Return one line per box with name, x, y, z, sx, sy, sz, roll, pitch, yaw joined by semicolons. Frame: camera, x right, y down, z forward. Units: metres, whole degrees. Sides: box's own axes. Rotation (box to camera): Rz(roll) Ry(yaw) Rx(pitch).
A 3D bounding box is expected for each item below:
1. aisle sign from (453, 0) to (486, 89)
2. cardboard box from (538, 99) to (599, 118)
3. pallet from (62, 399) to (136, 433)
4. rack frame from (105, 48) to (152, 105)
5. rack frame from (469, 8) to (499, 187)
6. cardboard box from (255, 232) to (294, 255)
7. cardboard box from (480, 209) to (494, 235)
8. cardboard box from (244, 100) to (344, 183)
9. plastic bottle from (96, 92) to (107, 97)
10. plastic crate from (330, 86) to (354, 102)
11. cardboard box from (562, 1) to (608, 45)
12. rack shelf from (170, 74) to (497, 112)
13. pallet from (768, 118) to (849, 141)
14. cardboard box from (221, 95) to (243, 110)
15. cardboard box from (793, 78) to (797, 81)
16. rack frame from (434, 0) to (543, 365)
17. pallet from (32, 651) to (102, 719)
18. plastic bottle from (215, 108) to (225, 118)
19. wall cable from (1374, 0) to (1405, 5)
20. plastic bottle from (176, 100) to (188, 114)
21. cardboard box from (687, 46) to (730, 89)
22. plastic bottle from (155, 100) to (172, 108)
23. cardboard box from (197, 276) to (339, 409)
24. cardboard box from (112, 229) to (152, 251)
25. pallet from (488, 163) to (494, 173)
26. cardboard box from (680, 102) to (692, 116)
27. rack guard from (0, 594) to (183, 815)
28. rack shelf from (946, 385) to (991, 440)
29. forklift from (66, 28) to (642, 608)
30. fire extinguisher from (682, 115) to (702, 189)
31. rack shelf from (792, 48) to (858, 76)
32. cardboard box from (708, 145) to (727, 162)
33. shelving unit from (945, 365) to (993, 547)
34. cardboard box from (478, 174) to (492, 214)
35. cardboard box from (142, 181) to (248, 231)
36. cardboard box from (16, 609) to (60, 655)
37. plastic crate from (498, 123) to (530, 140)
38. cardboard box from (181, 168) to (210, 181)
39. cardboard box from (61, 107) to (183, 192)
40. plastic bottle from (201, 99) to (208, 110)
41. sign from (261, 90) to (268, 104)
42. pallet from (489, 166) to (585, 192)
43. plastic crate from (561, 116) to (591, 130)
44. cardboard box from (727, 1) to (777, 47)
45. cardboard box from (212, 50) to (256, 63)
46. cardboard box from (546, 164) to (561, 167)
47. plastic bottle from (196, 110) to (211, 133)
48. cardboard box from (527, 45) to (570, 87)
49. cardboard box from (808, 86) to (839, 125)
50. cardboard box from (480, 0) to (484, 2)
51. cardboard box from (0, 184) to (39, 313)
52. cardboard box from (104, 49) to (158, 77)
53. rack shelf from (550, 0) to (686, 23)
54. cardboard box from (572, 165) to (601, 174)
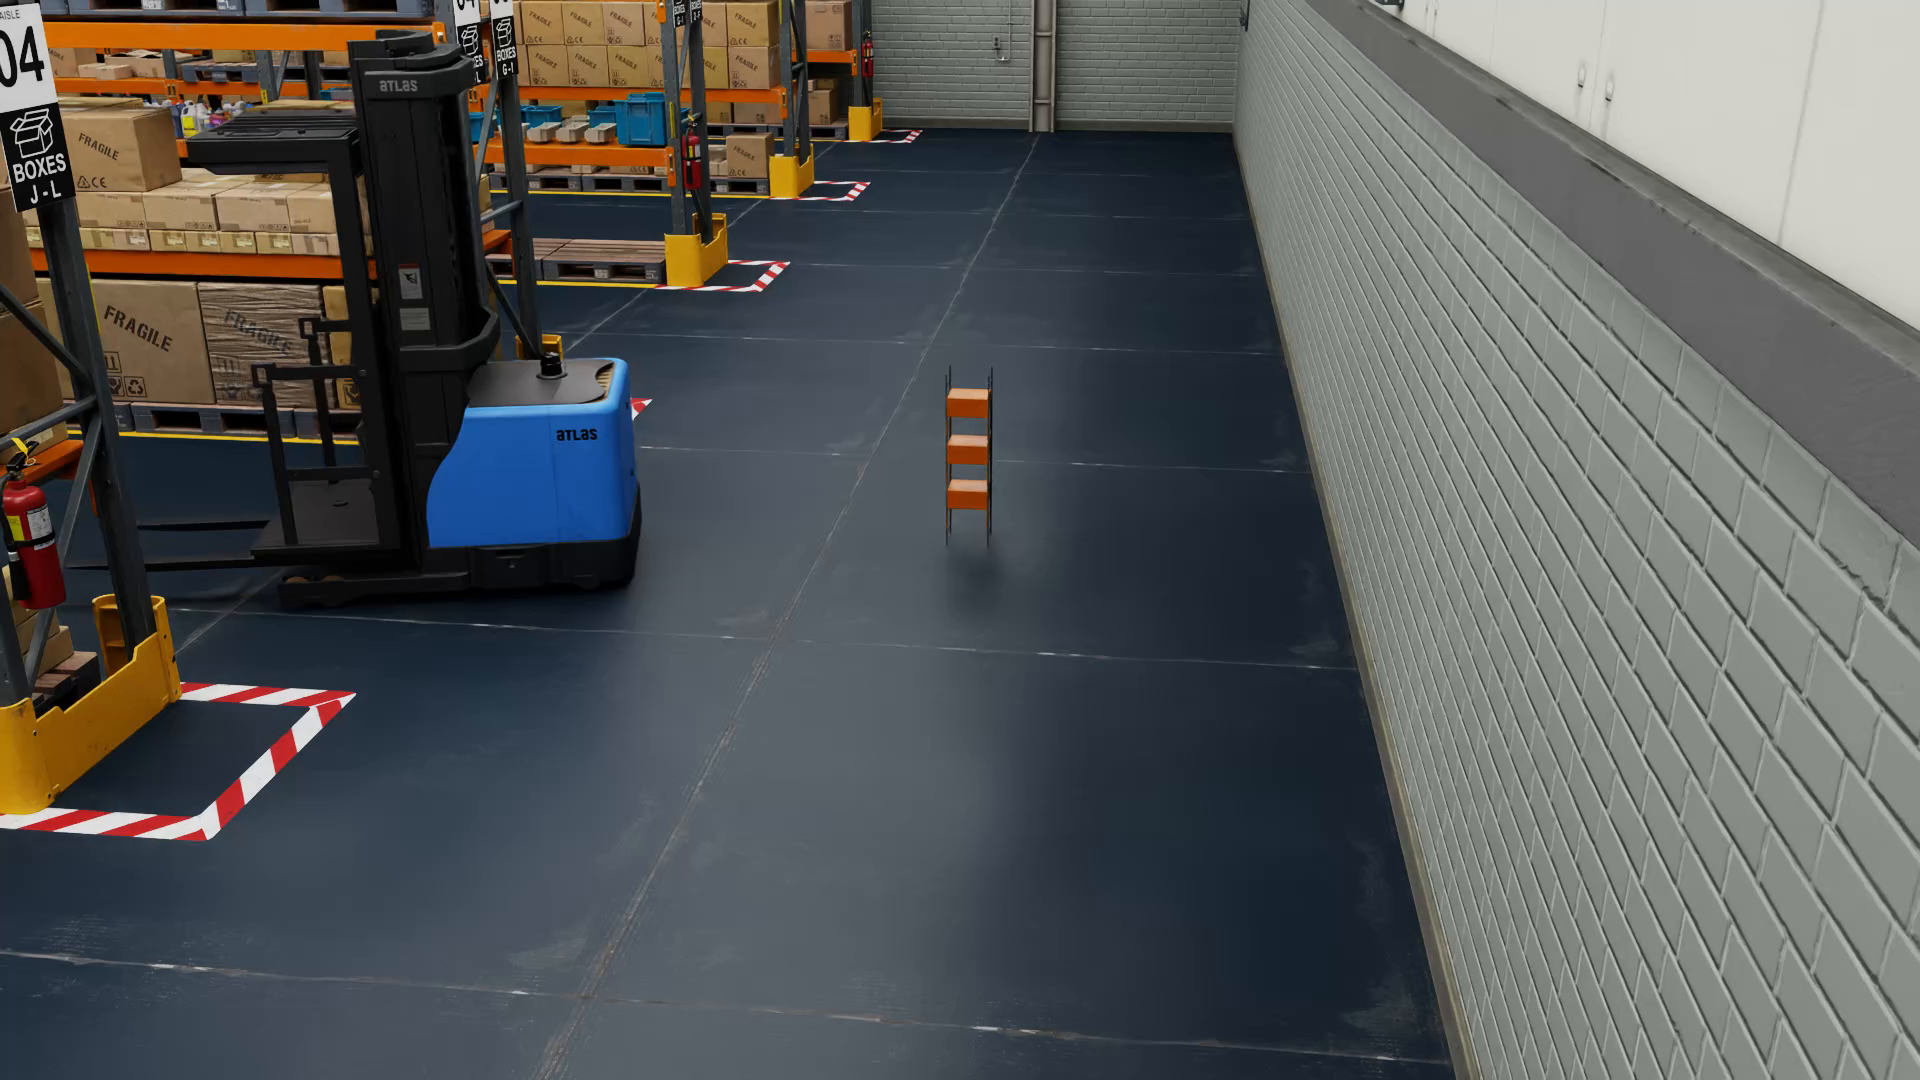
aisle sign;-3.196;-3.353;10.806;0.004;0.787;0.394;2;22;6
cardboard box;-6.116;-7.032;25.999;0.750;0.750;0.750;3;22;7
pallet;-6.458;-1.072;12.364;1.213;0.211;1.003;2;22;6
rack frame;-13.400;-8.202;26.606;0.127;3.000;1.000;2;22;6
rack frame;-6.034;-6.047;21.155;0.127;3.000;1.000;2;22;6
cardboard box;-4.639;-2.079;11.461;0.250;0.149;0.380;2;22;5
cardboard box;-3.545;-2.276;11.959;0.250;0.149;0.380;3;22;7
cardboard box;-4.688;-2.836;11.812;0.500;0.500;0.500;2;22;5
plastic bottle;-8.853;-4.455;17.197;0.185;0.351;0.144;2;22;6
plastic crate;-5.764;-4.166;16.229;0.583;0.464;0.402;2;22;6
cardboard box;-4.577;-6.391;20.529;0.500;0.500;0.500;2;22;5
rack shelf;-8.021;-5.799;21.506;4.000;0.370;1.077;2;22;6
pallet;-2.286;-6.392;25.820;1.213;0.211;1.003;2;22;6
cardboard box;-11.646;-7.177;26.816;0.500;0.500;0.700;3;22;7
cardboard box;-2.593;-6.961;25.413;0.250;0.149;0.380;3;22;8
rack frame;-3.232;-2.257;11.569;0.127;3.000;1.000;2;22;6
pallet;-4.794;0.795;7.642;1.213;0.211;1.003;2;22;6
plastic bottle;-7.608;-4.340;17.109;0.097;0.201;0.097;0;22;0
wall cable;1.978;-5.040;6.073;0.120;5.999;2.277;2;22;6
plastic bottle;-7.739;-4.197;16.542;0.185;0.351;0.144;2;22;6
cardboard box;-3.055;-5.862;20.550;0.500;0.500;0.500;3;22;7
plastic bottle;-8.186;-4.390;17.133;0.135;0.276;0.152;2;22;6
cardboard box;-4.780;-1.502;11.978;0.875;0.875;0.875;2;22;6
cardboard box;-5.662;-2.123;11.572;0.250;0.149;0.380;3;22;7
pallet;-6.847;-4.771;21.722;1.213;0.211;1.003;2;22;6
cardboard box;-4.226;-6.796;25.878;0.500;0.500;0.700;2;22;6
rack guard;-3.991;0.709;7.468;0.348;0.500;1.175;2;22;6
rack shelf;0.053;-0.740;9.641;0.240;0.259;0.215;2;22;6
forklift;-3.376;-1.199;8.986;3.031;2.935;1.130;-3;22;-6
fire extinguisher;-2.553;-3.684;15.790;0.183;0.674;0.296;2;22;6
rack shelf;-3.469;-7.435;25.644;4.000;0.370;1.077;2;22;6
cardboard box;-3.065;-4.948;21.518;0.500;0.250;0.500;2;22;6
shelving unit;0.053;-0.486;9.741;0.252;1.050;0.215;2;22;6
cardboard box;-3.677;-2.445;11.844;0.500;0.250;0.500;2;22;5
cardboard box;-5.271;-2.315;11.515;0.500;0.250;0.500;3;22;6
cardboard box;-4.406;0.425;7.686;0.250;0.149;0.380;3;22;9
plastic crate;-4.342;-3.967;16.171;0.250;0.136;0.298;2;22;6
cardboard box;-5.714;-2.532;12.064;0.500;0.250;0.500;3;22;7
cardboard box;-5.753;-2.689;11.440;0.500;0.500;0.500;2;22;5
plastic bottle;-7.817;-4.394;17.134;0.133;0.283;0.061;2;22;6
sign;-6.688;-4.167;16.022;0.005;0.325;0.100;2;22;6
pallet;-5.353;-4.720;21.592;1.213;0.211;1.003;2;22;6
plastic crate;-3.838;-4.175;16.698;0.298;0.136;0.250;2;22;6
cardboard box;-2.537;-6.304;20.310;0.500;0.500;0.500;2;22;6
cardboard box;-9.368;-6.476;21.532;0.500;0.500;0.700;-5;22;-12
cardboard box;-5.435;-5.168;21.733;0.500;0.500;0.500;2;22;6
plastic bottle;-7.413;-4.096;16.389;0.135;0.276;0.152;2;22;6
cardboard box;-5.052;-5.951;20.776;0.500;0.500;0.500;3;22;7
cardboard box;-2.190;-6.709;25.659;0.500;0.500;0.700;2;22;6
cardboard box;-7.468;-8.395;25.506;0.500;0.250;0.500;2;22;5
cardboard box;-4.330;-1.217;7.037;0.500;0.500;0.500;2;22;6
cardboard box;-10.872;-6.288;21.886;0.500;0.311;0.500;2;22;6
rack shelf;-4.635;-5.212;15.943;4.000;0.370;1.077;2;22;6
cardboard box;-4.783;-4.803;21.264;0.250;0.166;0.380;2;22;6
